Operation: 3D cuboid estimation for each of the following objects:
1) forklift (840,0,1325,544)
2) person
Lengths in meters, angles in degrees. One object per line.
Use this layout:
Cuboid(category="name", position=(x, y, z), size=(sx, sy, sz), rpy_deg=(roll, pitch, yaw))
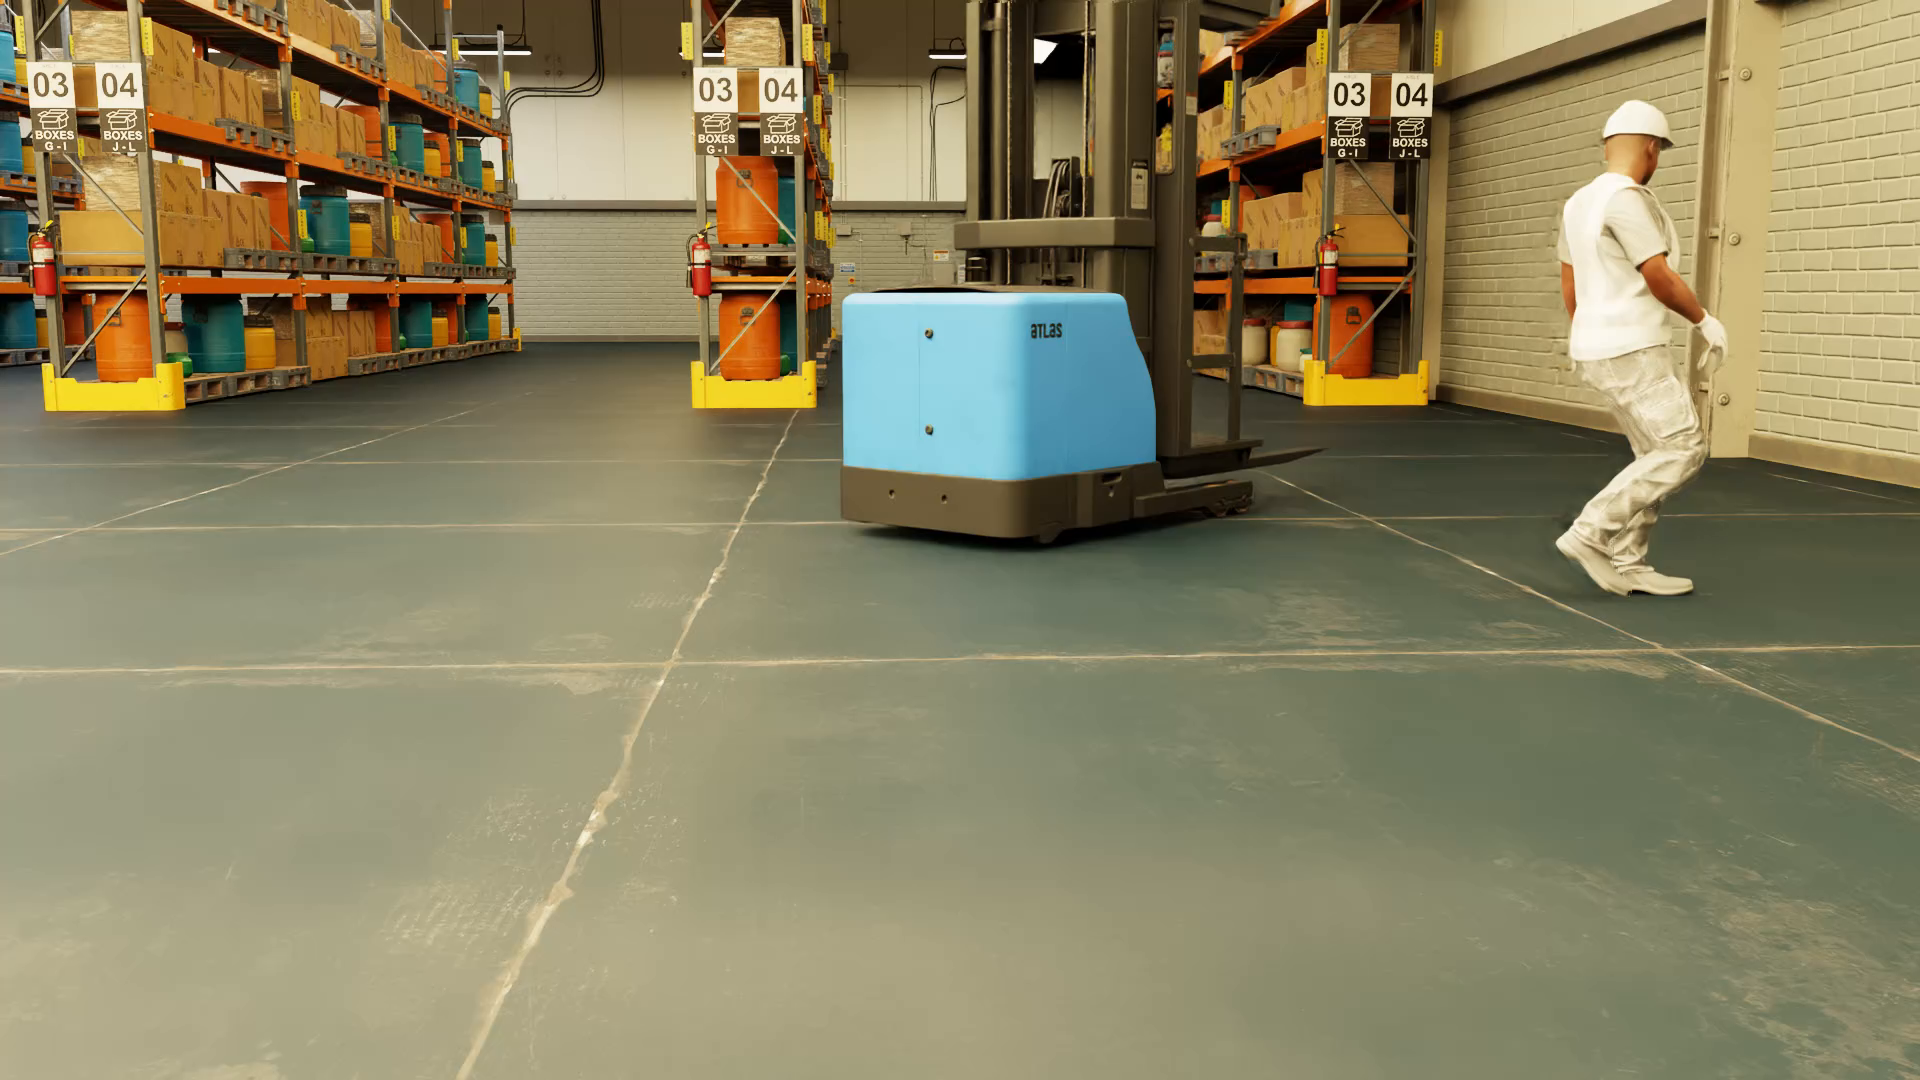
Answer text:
Cuboid(category="forklift", position=(0.795, -1.600, 8.103), size=(1.130, 2.935, 3.031), rpy_deg=(7, 11, 40))
Cuboid(category="person", position=(2.410, -0.672, 5.924), size=(0.530, 1.738, 0.775), rpy_deg=(2, 9, 14))
